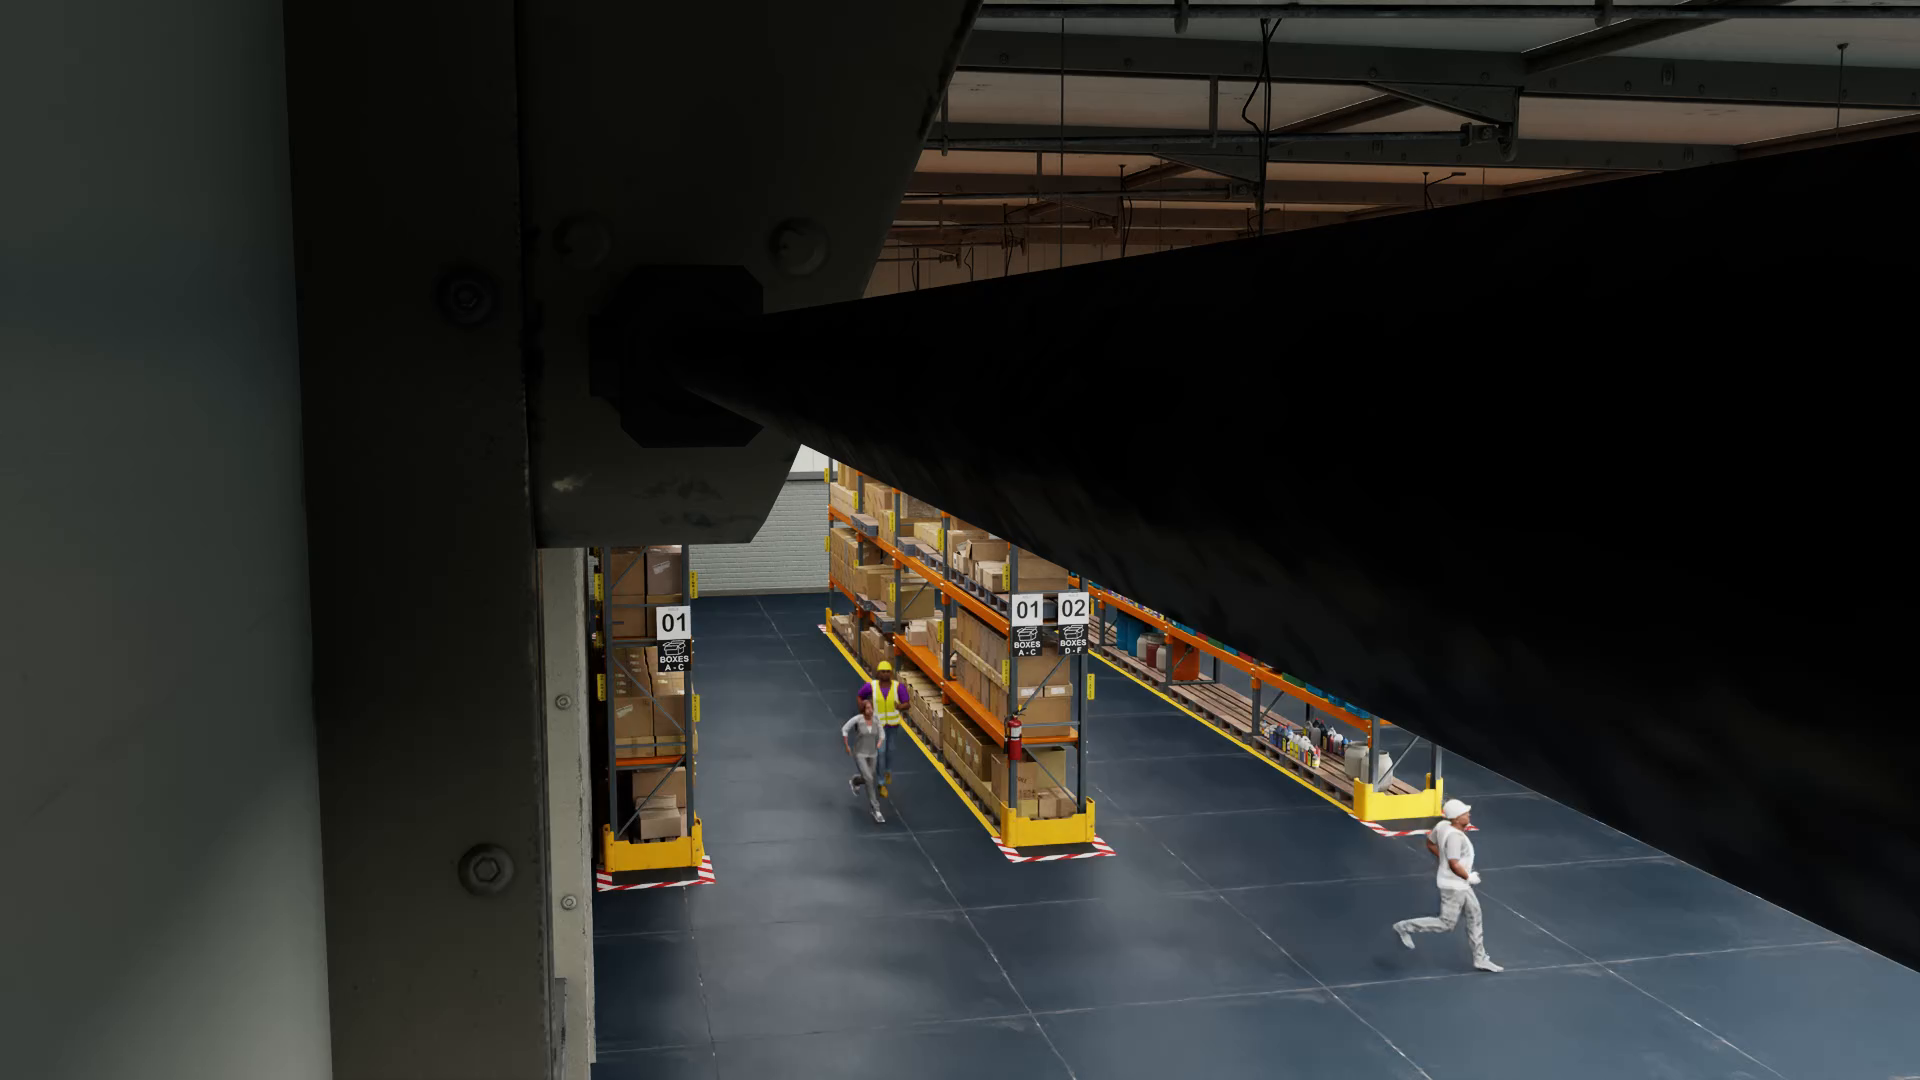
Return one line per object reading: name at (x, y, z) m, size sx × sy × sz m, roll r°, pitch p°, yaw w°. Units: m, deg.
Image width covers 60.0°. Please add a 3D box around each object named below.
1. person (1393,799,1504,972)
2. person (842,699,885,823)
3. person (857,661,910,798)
person at (4.951, 3.491, 16.785) m, size 1.095 × 1.771 × 0.654 m, roll 2°, pitch 7°, yaw 15°
person at (-1.275, 2.904, 22.275) m, size 0.557 × 1.584 × 0.929 m, roll -4°, pitch 8°, yaw -28°
person at (-1.024, 2.536, 22.732) m, size 0.692 × 1.780 × 0.909 m, roll -2°, pitch 7°, yaw -13°
